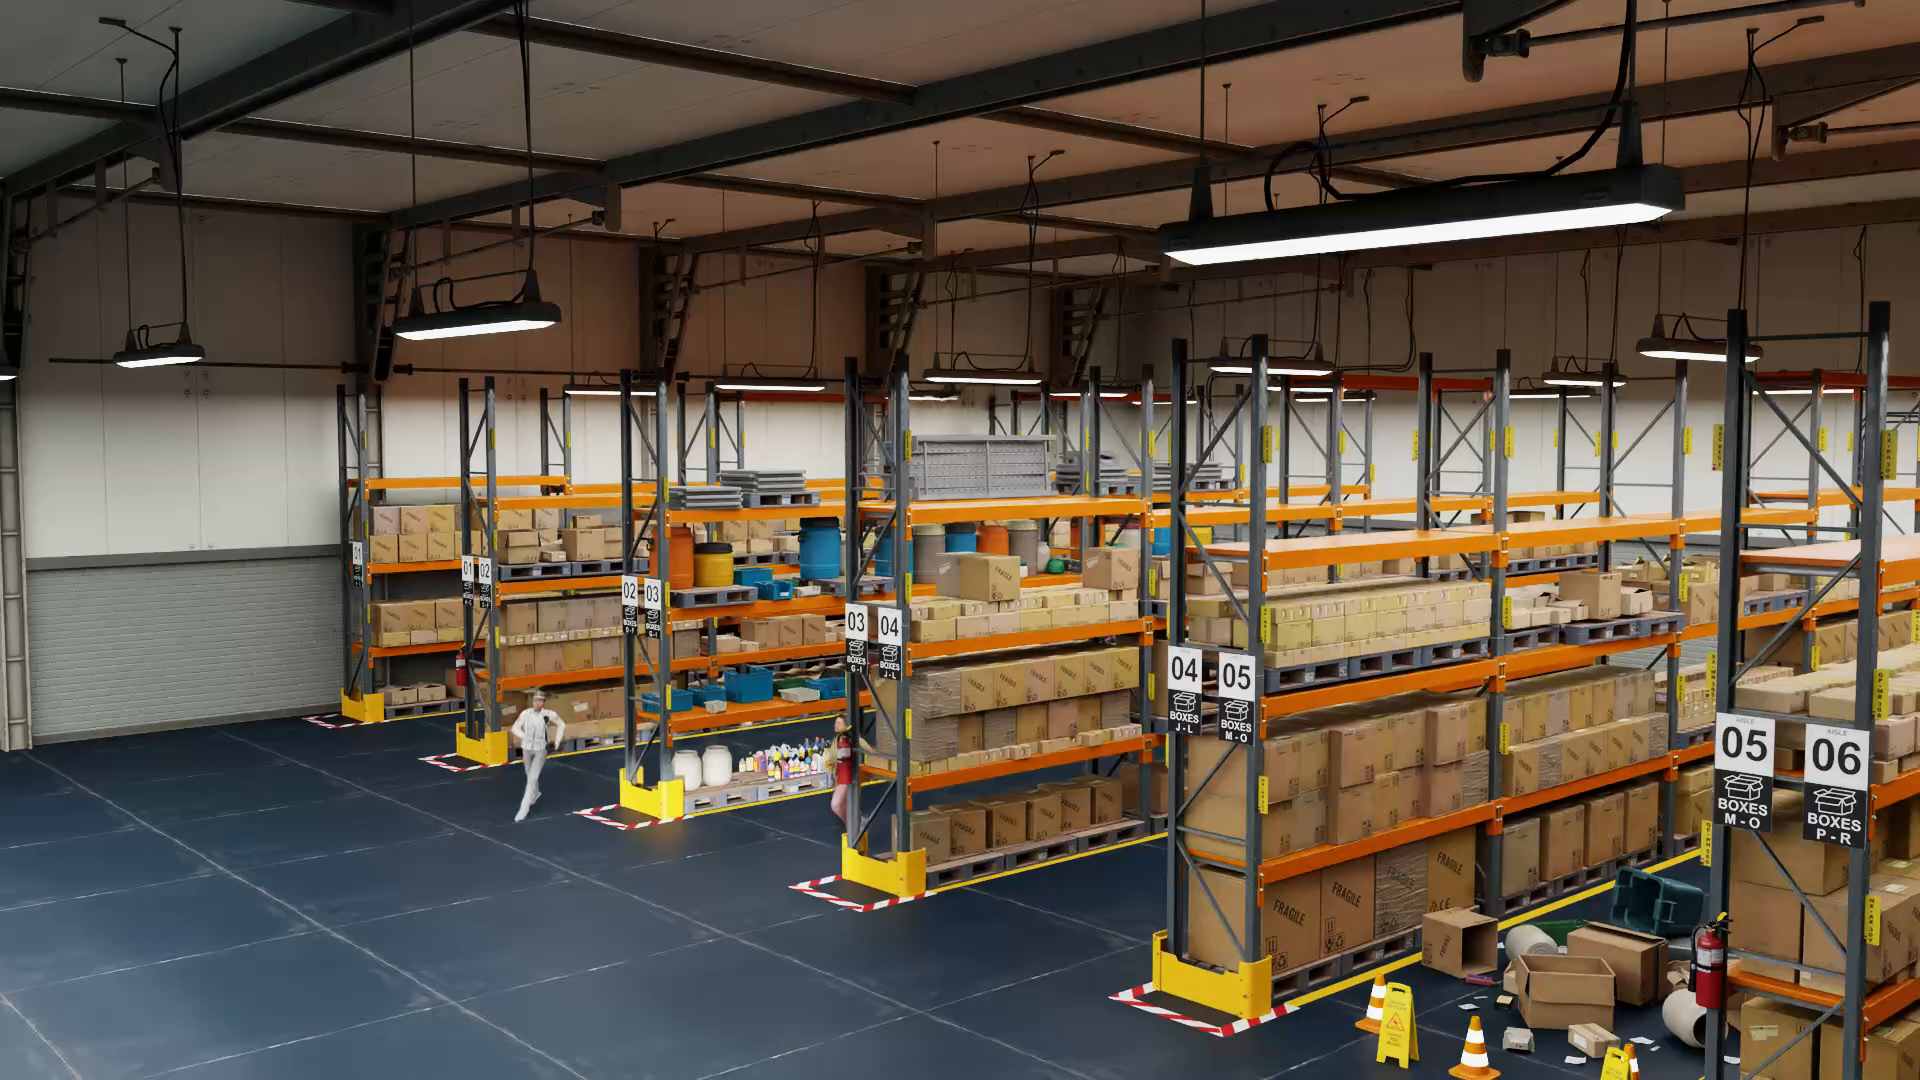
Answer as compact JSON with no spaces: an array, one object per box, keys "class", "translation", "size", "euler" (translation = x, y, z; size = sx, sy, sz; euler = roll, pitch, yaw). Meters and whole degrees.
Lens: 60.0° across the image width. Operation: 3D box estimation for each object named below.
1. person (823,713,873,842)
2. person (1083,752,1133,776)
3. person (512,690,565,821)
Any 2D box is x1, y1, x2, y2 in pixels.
[{"class":"person","translation":[-1.443,2.984,20.703],"size":[0.604,1.645,0.577],"euler":[-3,5,-40]},{"class":"person","translation":[2.182,2.688,24.396],"size":[0.623,1.805,1.077],"euler":[3,5,41]},{"class":"person","translation":[-5.699,2.854,22.418],"size":[0.643,1.704,0.875],"euler":[0,4,4]}]
